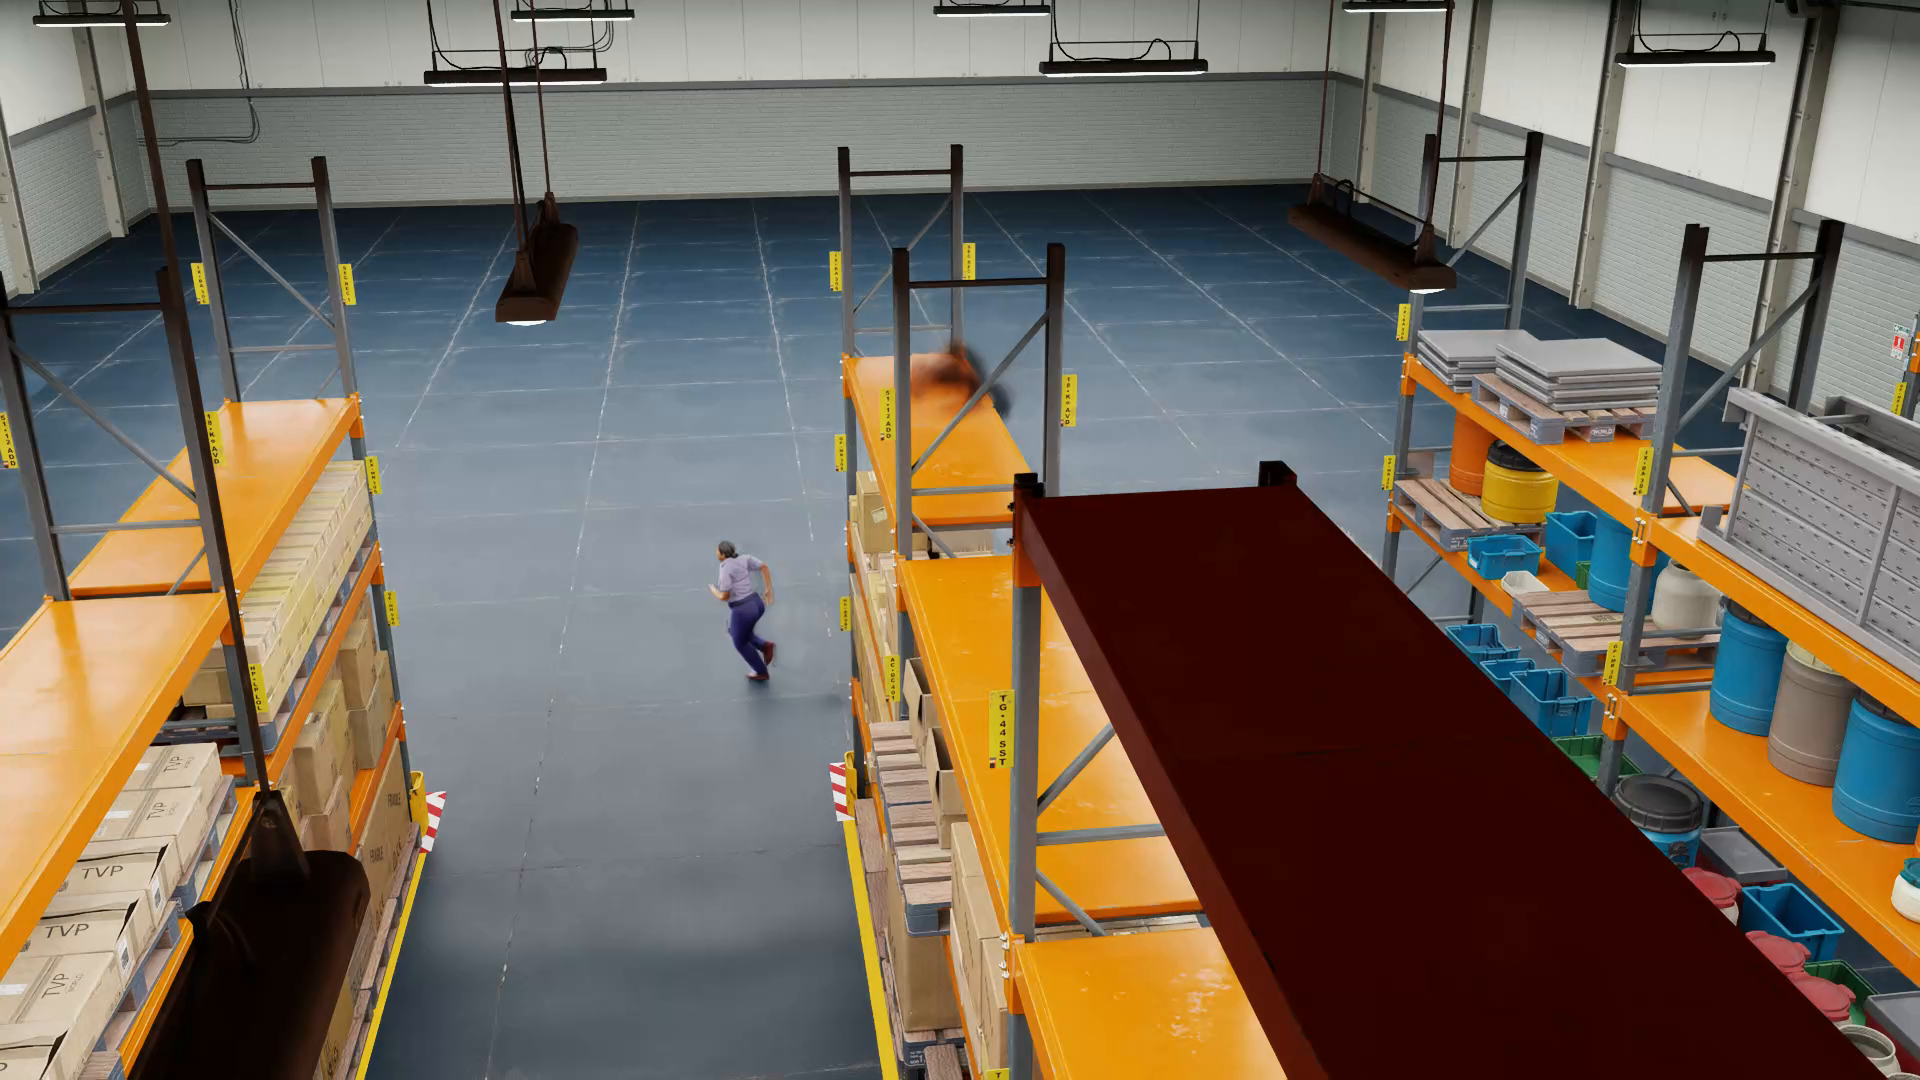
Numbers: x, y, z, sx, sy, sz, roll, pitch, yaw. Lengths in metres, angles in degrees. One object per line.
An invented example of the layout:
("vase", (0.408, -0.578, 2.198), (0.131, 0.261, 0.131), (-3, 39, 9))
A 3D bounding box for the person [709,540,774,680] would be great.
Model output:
("person", (-2.334, 0.753, 17.663), (0.669, 1.564, 0.593), (8, 23, 19))

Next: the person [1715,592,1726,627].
("person", (8.249, 0.401, 18.225), (0.935, 1.823, 0.713), (7, 23, 17))
